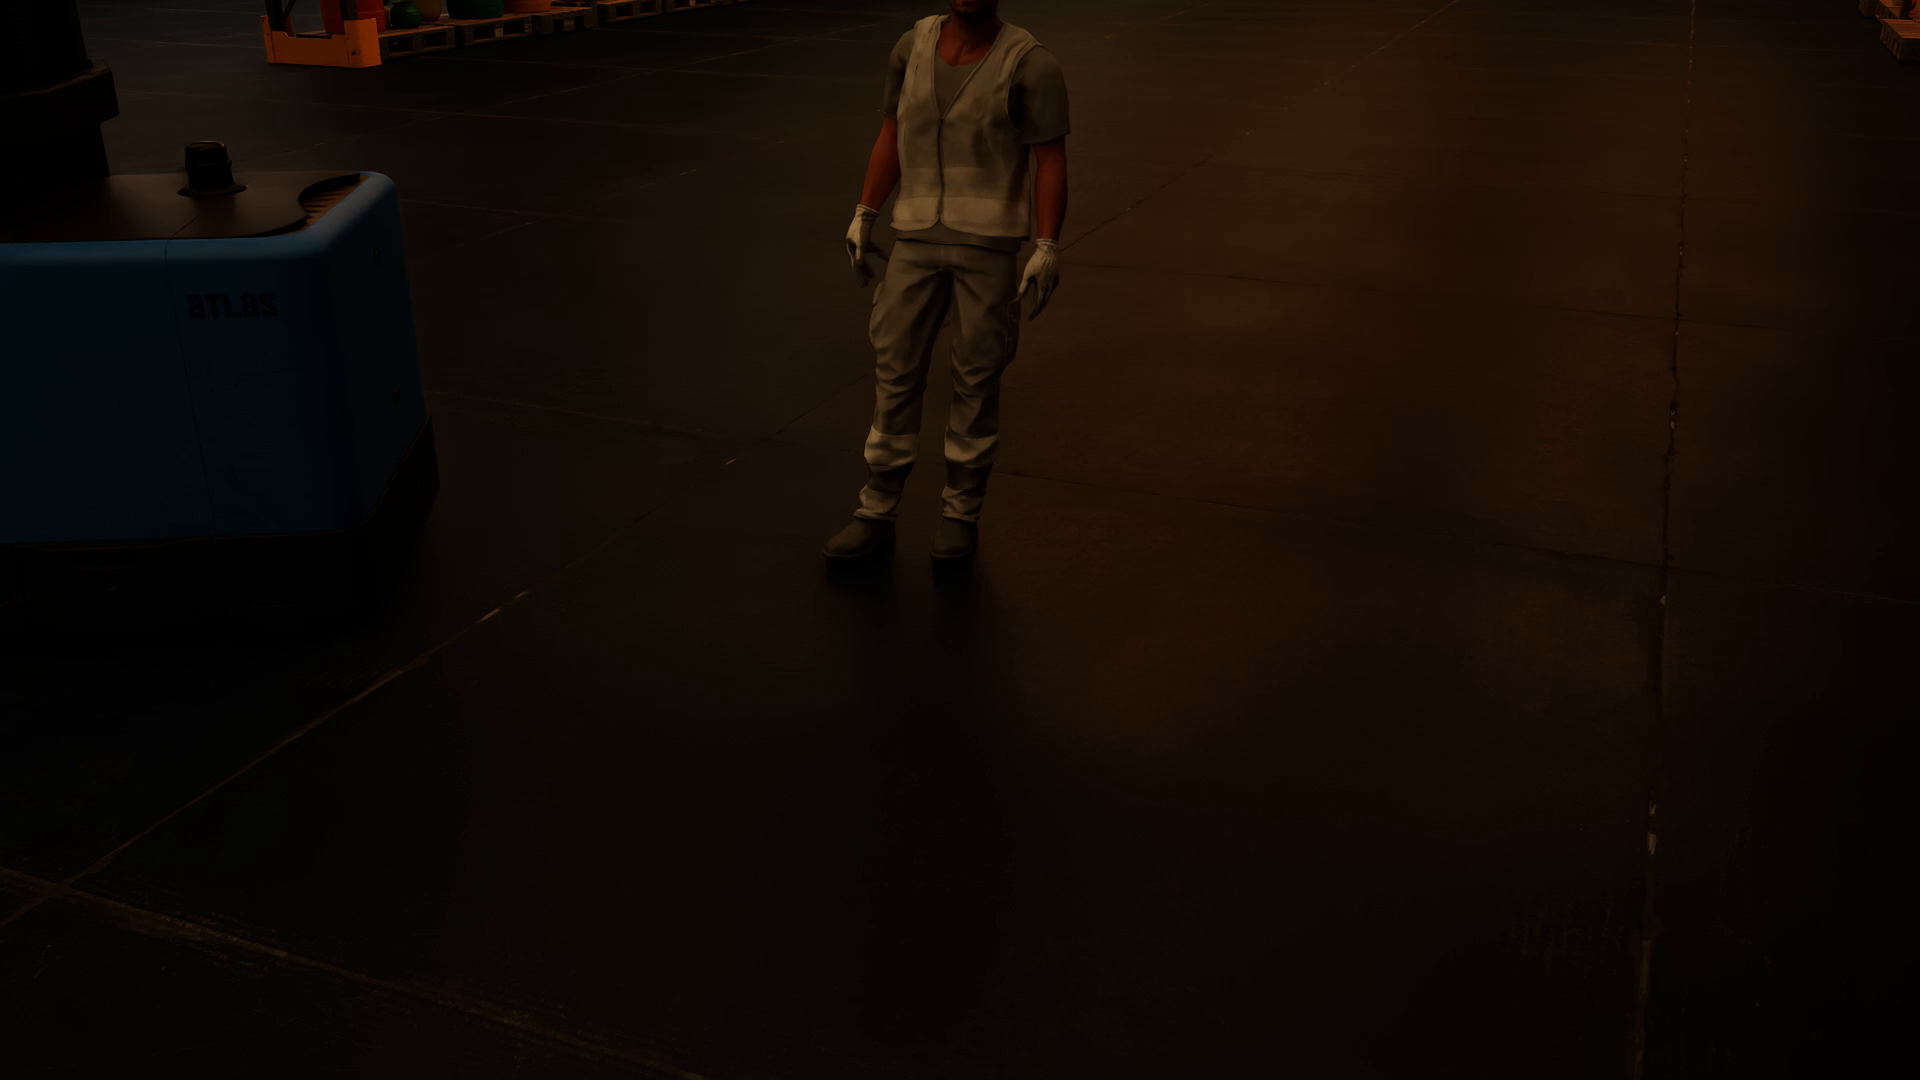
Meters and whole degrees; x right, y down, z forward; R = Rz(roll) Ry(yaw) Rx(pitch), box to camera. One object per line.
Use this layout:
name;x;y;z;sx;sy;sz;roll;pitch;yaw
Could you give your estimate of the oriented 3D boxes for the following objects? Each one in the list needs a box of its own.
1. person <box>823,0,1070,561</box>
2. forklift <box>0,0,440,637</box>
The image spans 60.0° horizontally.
person;-0.042;-0.805;4.680;0.637;1.790;0.562;9;24;21
forklift;-3.119;-1.225;4.223;3.031;2.935;1.130;-2;23;-6
